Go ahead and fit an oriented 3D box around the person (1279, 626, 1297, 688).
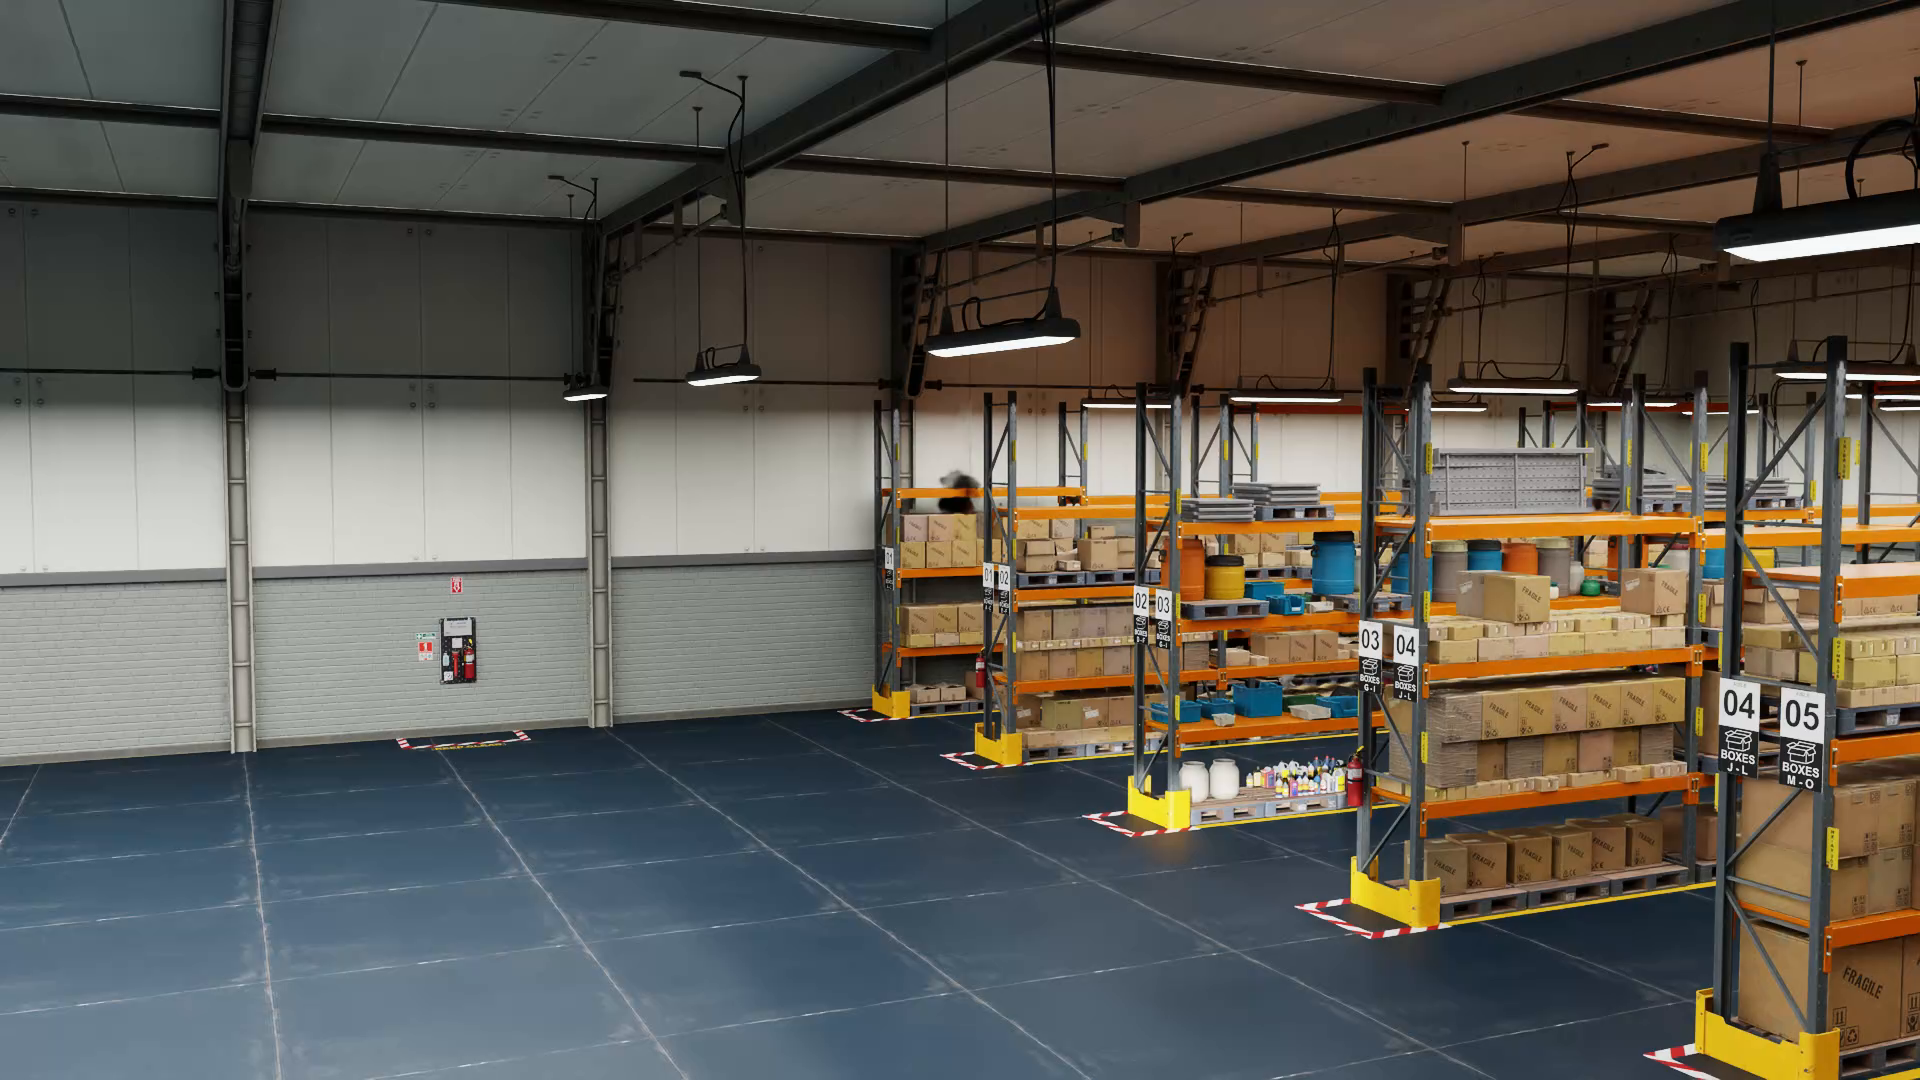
[{"bbox_3d":[6.360,2.404,32.294,0.582,1.740,0.643,-2,4,-34],"label":"person"}]
